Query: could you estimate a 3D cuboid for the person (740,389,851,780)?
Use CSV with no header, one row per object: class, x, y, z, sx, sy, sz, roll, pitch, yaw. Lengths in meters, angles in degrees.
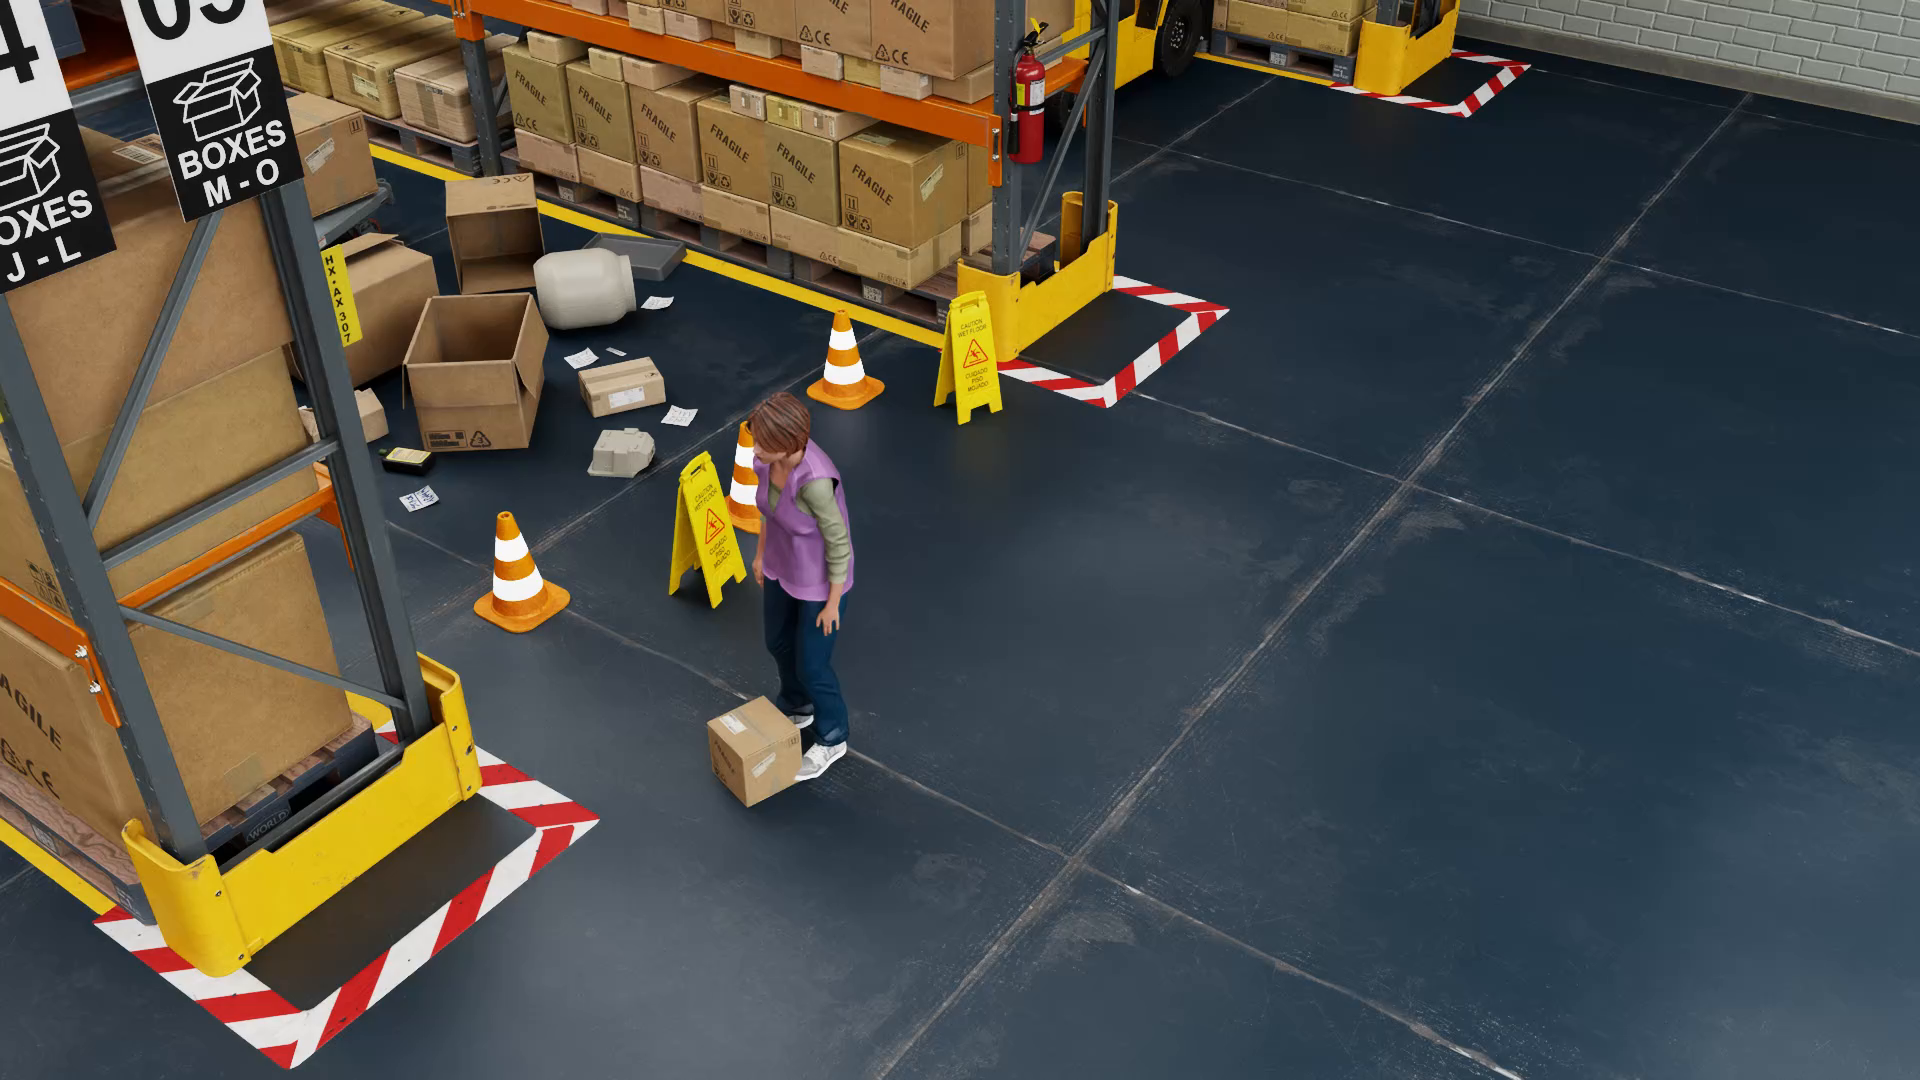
person,-0.576,0.166,5.958,0.345,1.547,0.460,-23,41,-29
